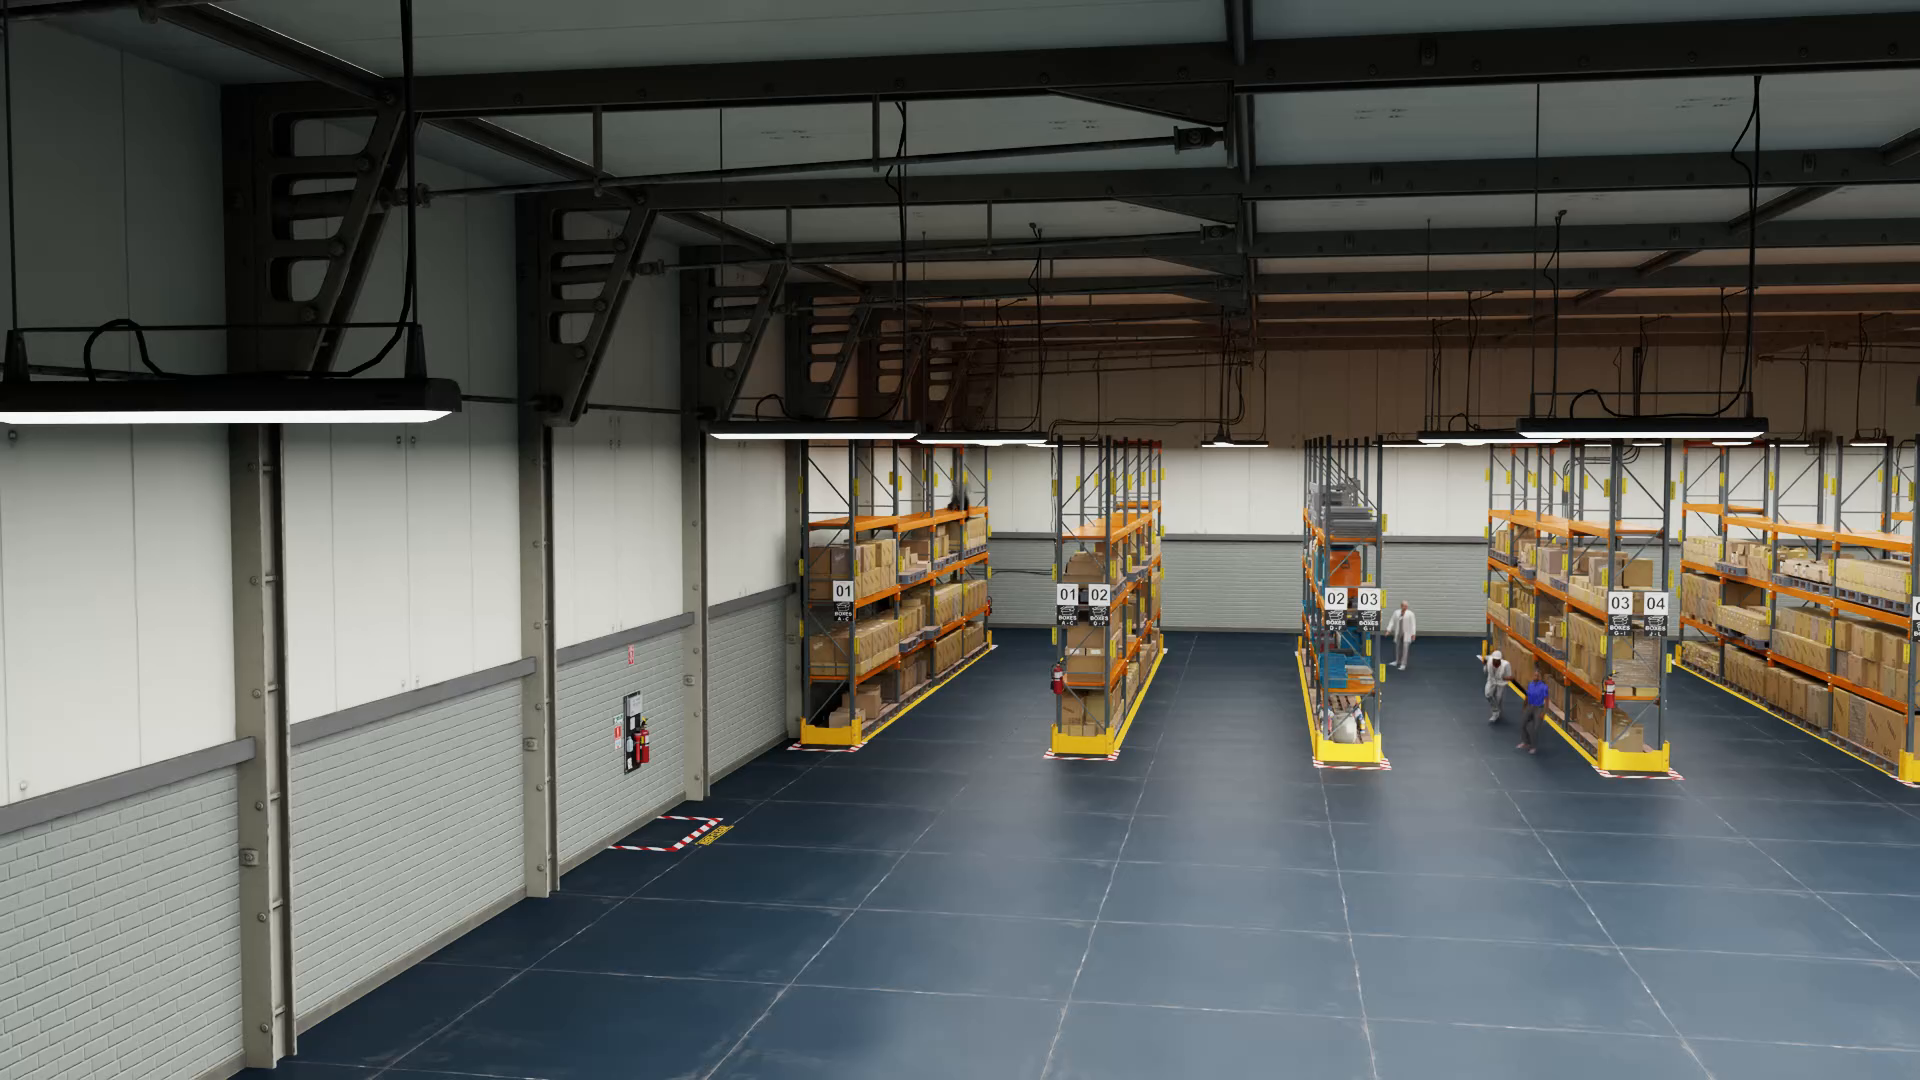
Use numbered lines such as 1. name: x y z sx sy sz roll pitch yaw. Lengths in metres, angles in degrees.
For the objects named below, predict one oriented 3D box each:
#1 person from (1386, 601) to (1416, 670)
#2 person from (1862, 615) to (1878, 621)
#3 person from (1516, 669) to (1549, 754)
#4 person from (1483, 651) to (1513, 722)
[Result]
1. person: 11.600 2.485 43.712 0.753 1.774 0.832 2 4 38
2. person: 25.545 2.375 46.525 0.829 1.644 0.609 0 3 -4
3. person: 10.808 3.240 31.372 0.450 1.658 0.701 -2 4 -39
4. person: 11.381 3.062 35.192 0.680 1.546 1.182 2 3 27
